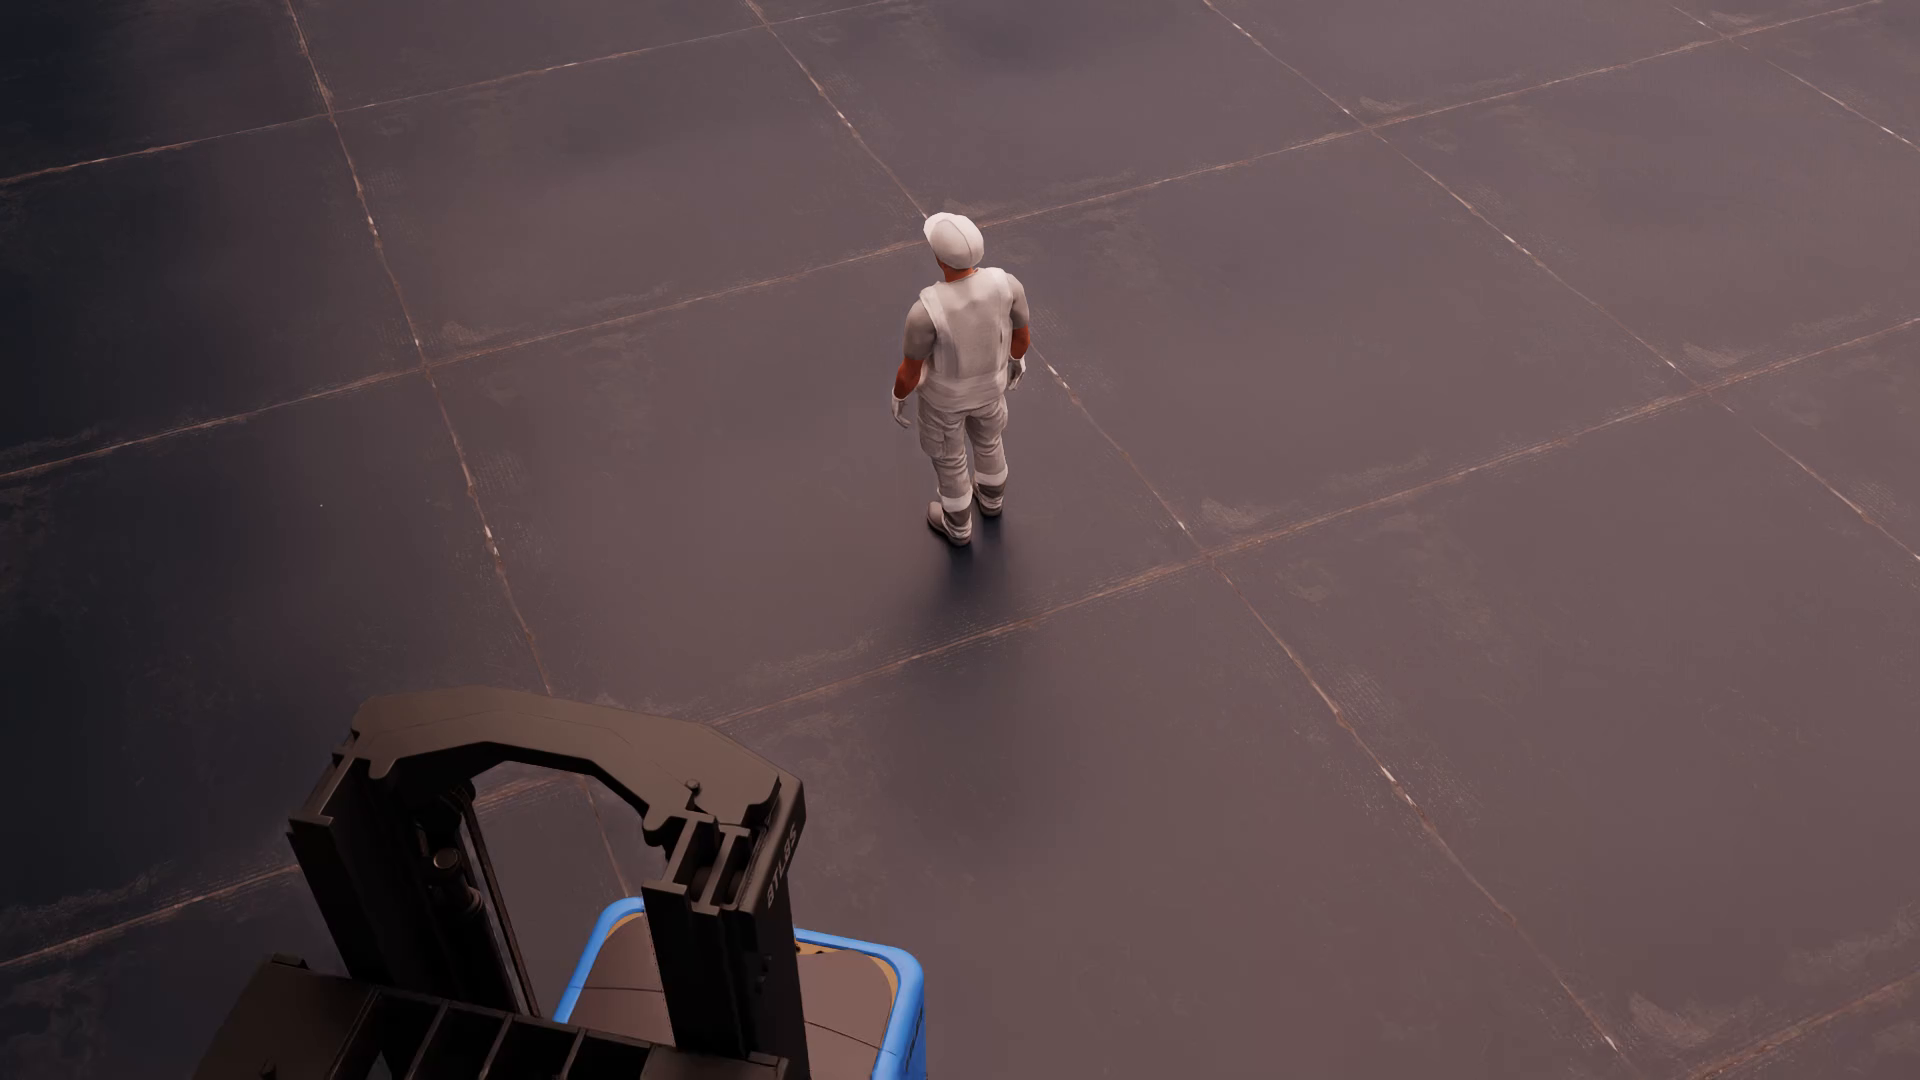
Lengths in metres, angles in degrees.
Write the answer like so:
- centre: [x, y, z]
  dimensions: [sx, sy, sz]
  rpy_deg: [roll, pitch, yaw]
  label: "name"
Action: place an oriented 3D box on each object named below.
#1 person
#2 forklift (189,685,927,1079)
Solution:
- centre: [-0.023, -0.713, 7.270]
  dimensions: [0.637, 1.790, 0.562]
  rpy_deg: [-18, 46, -18]
  label: "person"
- centre: [-0.916, 1.851, 3.697]
  dimensions: [1.130, 2.935, 3.031]
  rpy_deg: [9, 44, 9]
  label: "forklift"
